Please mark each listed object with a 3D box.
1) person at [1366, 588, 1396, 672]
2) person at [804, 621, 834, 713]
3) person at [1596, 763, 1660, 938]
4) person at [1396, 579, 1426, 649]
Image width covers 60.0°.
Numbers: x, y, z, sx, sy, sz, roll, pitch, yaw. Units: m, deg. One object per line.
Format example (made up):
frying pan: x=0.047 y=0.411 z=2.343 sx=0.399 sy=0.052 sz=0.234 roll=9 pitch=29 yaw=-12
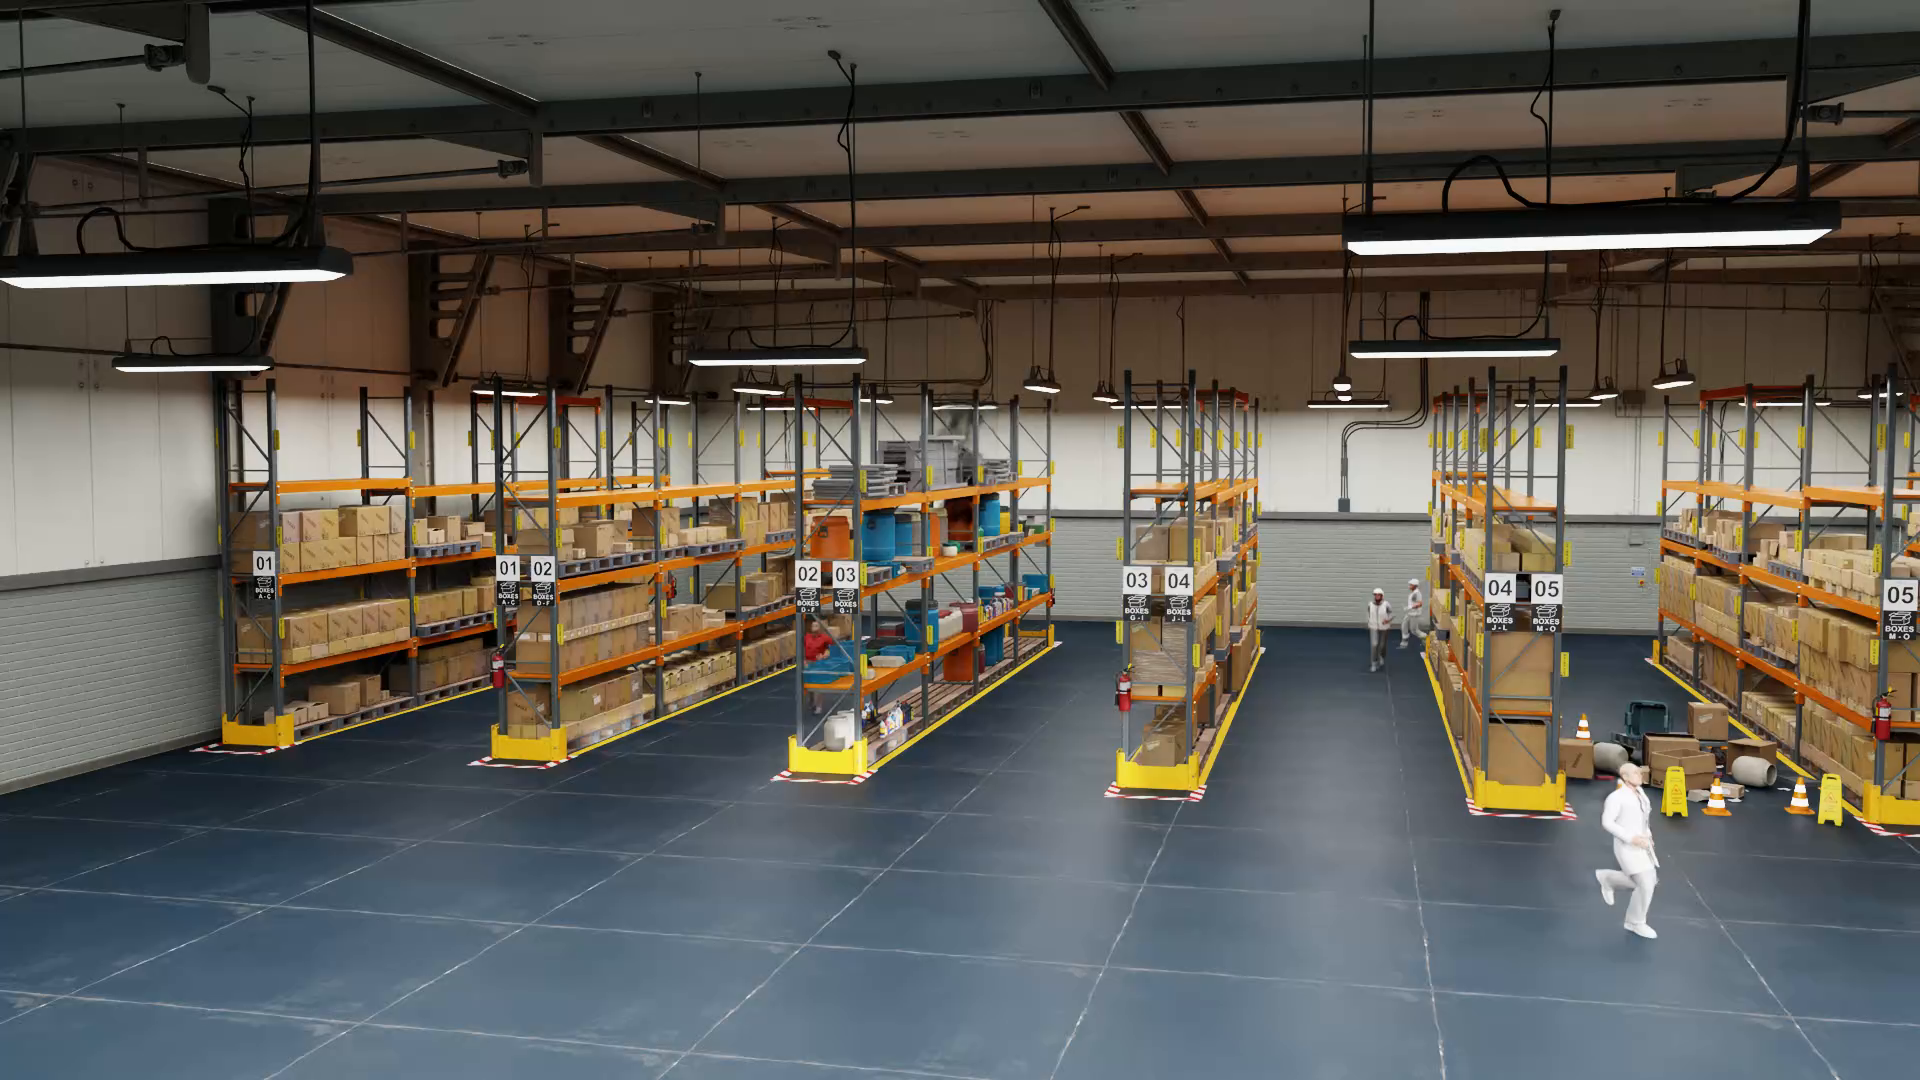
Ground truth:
person: x=9.149 y=1.940 z=36.200 sx=0.658 sy=1.798 sz=0.851 roll=1 pitch=4 yaw=21
person: x=-2.656 y=2.327 z=30.469 sx=0.710 sy=1.694 sz=0.563 roll=1 pitch=4 yaw=13
person: x=6.809 y=3.133 z=16.994 sx=0.730 sy=1.724 sz=0.716 roll=-3 pitch=5 yaw=-42
person: x=10.884 y=1.791 z=39.620 sx=0.821 sy=1.768 sz=0.762 roll=0 pitch=3 yaw=0
